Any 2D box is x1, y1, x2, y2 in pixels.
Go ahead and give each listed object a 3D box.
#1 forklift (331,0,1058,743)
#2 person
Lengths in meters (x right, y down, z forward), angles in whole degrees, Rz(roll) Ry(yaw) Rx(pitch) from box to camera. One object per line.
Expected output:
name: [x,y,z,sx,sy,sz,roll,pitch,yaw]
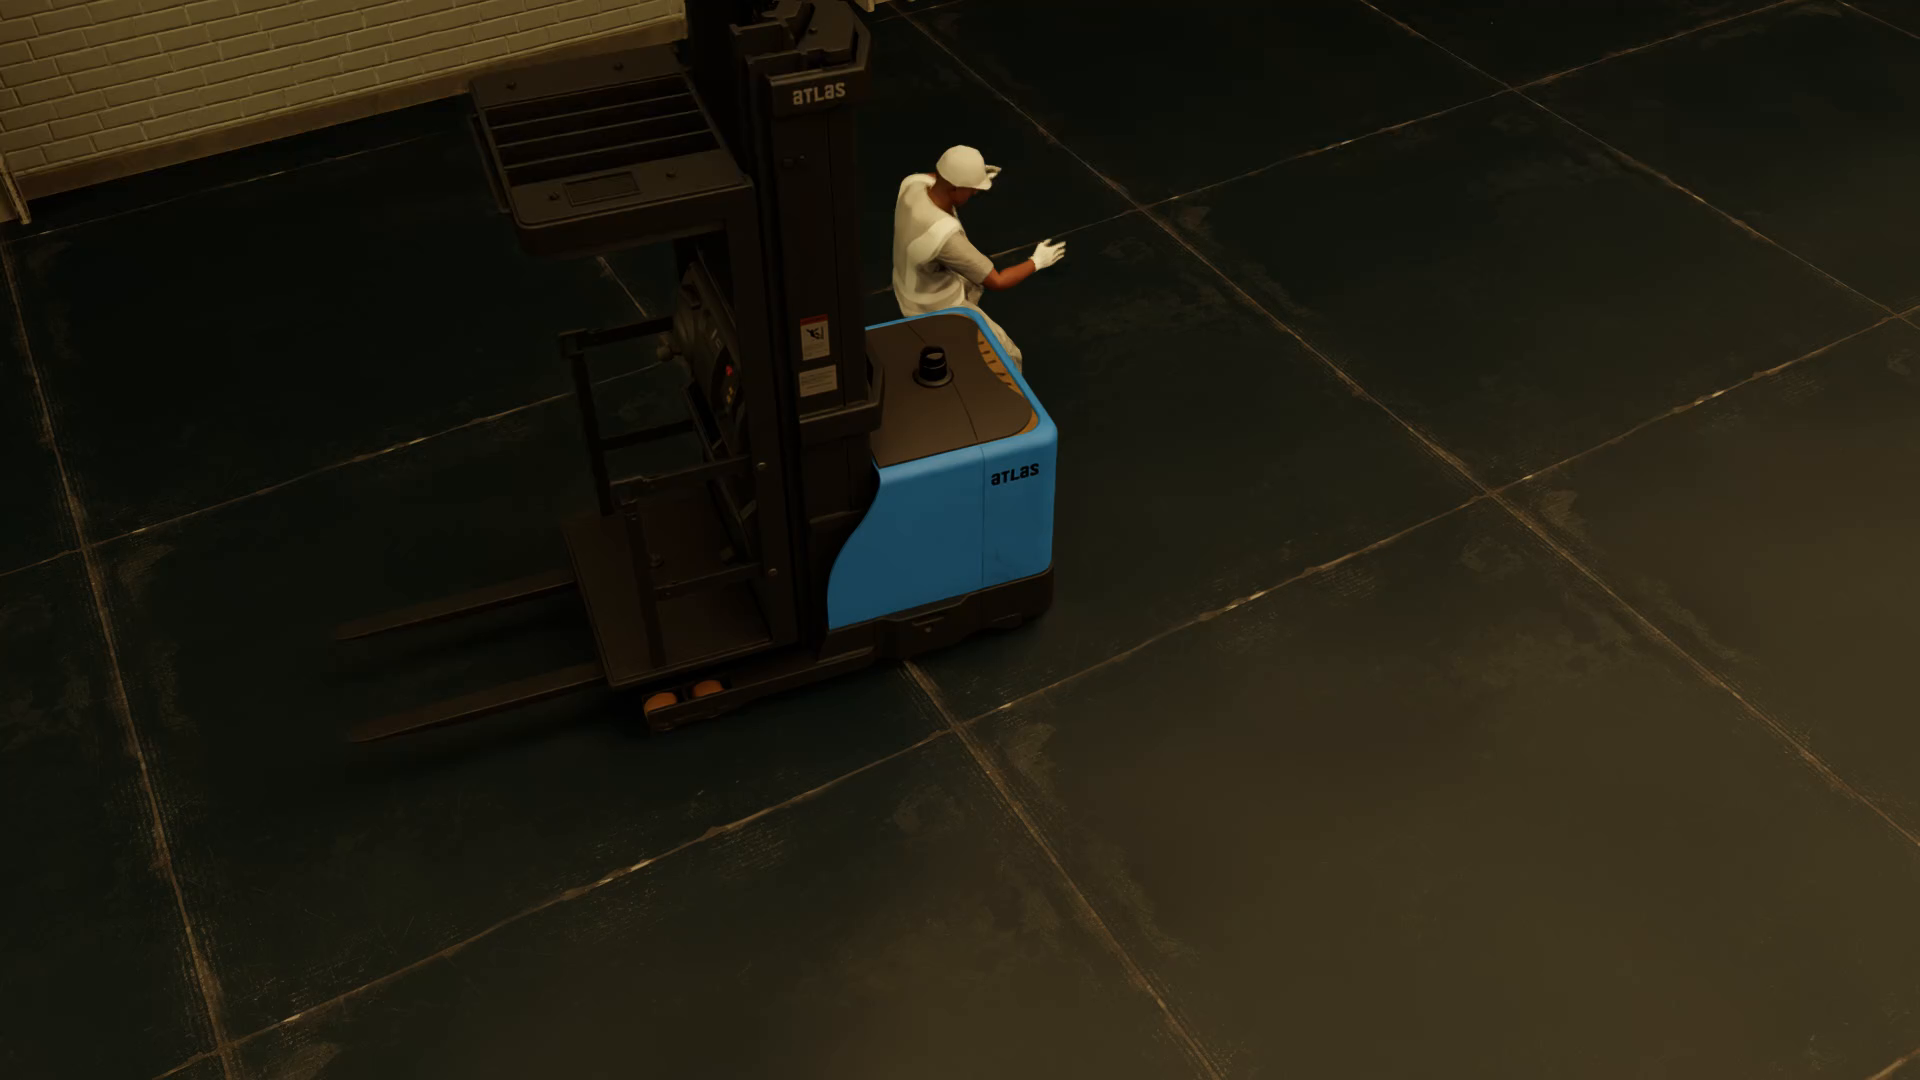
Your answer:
forklift: [-1.156,-0.682,6.433,3.031,2.935,1.130,-15,45,-15]
person: [0.078,-1.264,8.089,0.788,1.543,1.043,-11,44,-11]
